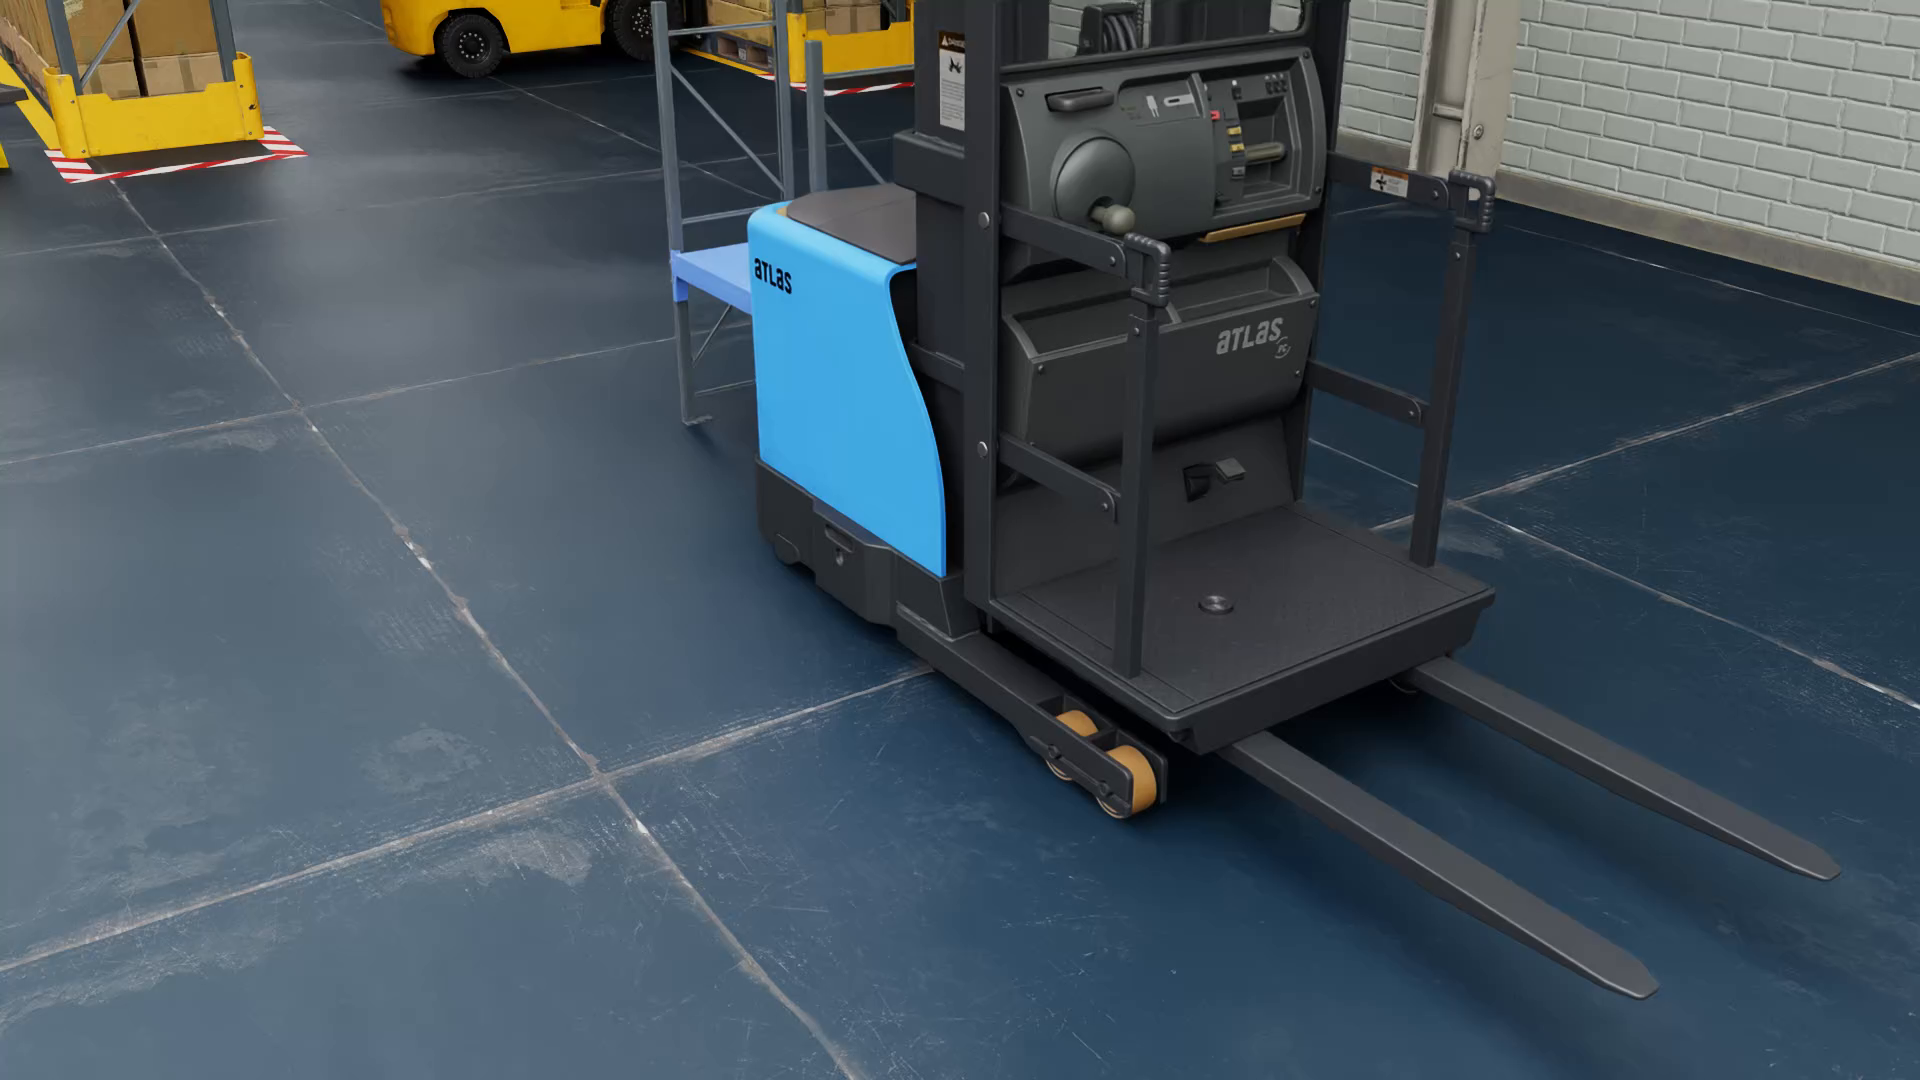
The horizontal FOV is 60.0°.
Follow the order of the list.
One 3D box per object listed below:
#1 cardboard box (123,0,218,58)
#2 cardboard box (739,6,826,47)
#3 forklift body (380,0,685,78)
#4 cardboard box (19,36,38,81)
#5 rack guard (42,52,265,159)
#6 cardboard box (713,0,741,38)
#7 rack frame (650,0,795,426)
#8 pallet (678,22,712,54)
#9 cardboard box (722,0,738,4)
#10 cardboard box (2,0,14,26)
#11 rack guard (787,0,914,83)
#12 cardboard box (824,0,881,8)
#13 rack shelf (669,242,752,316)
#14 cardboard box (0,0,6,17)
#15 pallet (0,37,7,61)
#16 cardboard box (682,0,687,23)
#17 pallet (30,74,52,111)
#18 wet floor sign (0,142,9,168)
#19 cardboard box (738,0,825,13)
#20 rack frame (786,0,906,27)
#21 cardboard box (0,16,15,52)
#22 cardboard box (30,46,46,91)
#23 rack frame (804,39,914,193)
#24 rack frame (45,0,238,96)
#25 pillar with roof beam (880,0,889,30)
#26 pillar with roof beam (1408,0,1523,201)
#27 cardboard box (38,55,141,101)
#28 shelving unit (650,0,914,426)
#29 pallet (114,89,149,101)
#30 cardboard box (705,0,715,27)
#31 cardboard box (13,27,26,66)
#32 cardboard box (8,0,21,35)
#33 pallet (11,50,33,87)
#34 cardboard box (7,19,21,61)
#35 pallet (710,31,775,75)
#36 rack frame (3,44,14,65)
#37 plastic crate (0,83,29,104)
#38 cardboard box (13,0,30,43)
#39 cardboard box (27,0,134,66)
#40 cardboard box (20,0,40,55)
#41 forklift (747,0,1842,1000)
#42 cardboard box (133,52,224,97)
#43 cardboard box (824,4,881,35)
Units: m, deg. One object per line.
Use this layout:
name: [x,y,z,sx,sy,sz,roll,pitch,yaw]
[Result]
cardboard box: [-5.250,-3.502,11.006,0.500,0.500,0.500,-17,30,-31]
cardboard box: [-1.392,-4.054,13.053,0.500,0.250,0.500,-15,29,-29]
forklift body: [-3.434,-4.883,13.073,2.313,2.155,1.214,-16,29,-30]
cardboard box: [-6.261,-3.401,11.670,0.500,0.250,0.500,-17,30,-31]
rack guard: [-5.069,-2.752,10.494,1.175,0.500,0.348,-16,29,-30]
cardboard box: [-1.655,-4.234,13.435,0.500,0.250,0.500,-16,29,-30]
rack frame: [-0.816,-1.167,5.966,0.500,1.500,0.032,-17,30,-31]
pallet: [-1.985,-4.452,14.433,1.003,0.211,1.213,-16,29,-30]
cardboard box: [-1.663,-4.469,13.346,0.500,0.250,0.500,-16,30,-30]
cardboard box: [-6.813,-4.109,12.291,0.500,0.500,0.500,-14,29,-28]
rack guard: [-0.858,-3.874,12.871,1.175,0.500,0.348,-16,29,-30]
cardboard box: [-0.953,-4.402,13.205,0.500,0.250,0.500,-15,29,-29]
rack shelf: [-0.525,-0.827,5.666,0.538,0.185,1.000,-17,30,-31]
cardboard box: [-7.115,-4.298,12.690,0.500,0.500,0.500,-14,29,-27]
pallet: [-7.637,-4.303,14.118,1.003,0.211,1.213,-16,29,-30]
cardboard box: [-2.223,-4.596,14.201,0.500,0.250,0.500,-15,29,-28]
pallet: [-6.145,-3.356,12.112,1.003,0.211,1.213,-16,29,-30]
wet floor sign: [-5.820,-2.473,9.733,0.267,0.644,0.232,-6,26,-12]
cardboard box: [-1.398,-4.287,12.961,0.500,0.250,0.500,-16,30,-30]
rack frame: [-0.871,-5.013,12.356,1.000,3.000,0.127,-16,29,-30]
cardboard box: [-7.115,-3.958,12.851,0.500,0.250,0.500,-17,30,-32]
cardboard box: [-5.970,-3.215,11.276,0.500,0.250,0.500,-15,29,-29]
rack frame: [-0.234,-0.811,5.212,0.500,1.500,0.032,-17,30,-31]
rack frame: [-5.027,-3.855,9.903,1.000,3.000,0.127,-16,29,-30]
pillar with roof beam: [-4.103,-7.182,9.923,9.100,9.000,0.400,-16,29,-30]
pillar with roof beam: [-0.827,-5.036,5.377,9.100,9.000,0.400,-16,29,-30]
cardboard box: [-5.707,-3.037,10.898,0.500,0.250,0.500,-16,29,-30]
shelving unit: [-0.525,-0.989,5.589,0.538,1.500,1.048,-17,30,-31]
pallet: [-5.483,-2.920,11.189,1.003,0.211,1.213,-16,29,-30]
cardboard box: [-1.921,-4.415,13.818,0.500,0.250,0.500,-15,29,-29]
cardboard box: [-6.523,-3.581,12.051,0.500,0.250,0.500,-16,30,-30]
cardboard box: [-6.531,-3.923,11.897,0.500,0.500,0.500,-14,29,-27]
pallet: [-6.815,-3.793,13.037,1.003,0.211,1.213,-16,29,-30]
cardboard box: [-6.814,-3.770,12.452,0.500,0.250,0.500,-14,29,-27]
pallet: [-1.323,-4.016,13.510,1.003,0.211,1.213,-16,29,-30]
rack frame: [-7.211,-5.286,12.934,1.000,3.000,0.127,-16,29,-30]
plastic crate: [-7.041,-3.213,11.962,0.583,0.080,0.402,18,31,33]
cardboard box: [-6.241,-3.735,11.498,0.500,0.500,0.500,-16,30,-31]
cardboard box: [-5.683,-3.367,10.718,0.500,0.500,0.500,-15,29,-29]
cardboard box: [-5.971,-3.552,11.112,0.500,0.500,0.500,-14,29,-28]
forklift: [0.630,-0.912,3.748,1.130,2.935,3.031,-17,30,-31]
cardboard box: [-5.236,-3.155,11.148,0.500,0.250,0.500,-16,30,-30]
cardboard box: [-0.975,-4.181,13.322,0.500,0.250,0.500,-15,29,-29]
